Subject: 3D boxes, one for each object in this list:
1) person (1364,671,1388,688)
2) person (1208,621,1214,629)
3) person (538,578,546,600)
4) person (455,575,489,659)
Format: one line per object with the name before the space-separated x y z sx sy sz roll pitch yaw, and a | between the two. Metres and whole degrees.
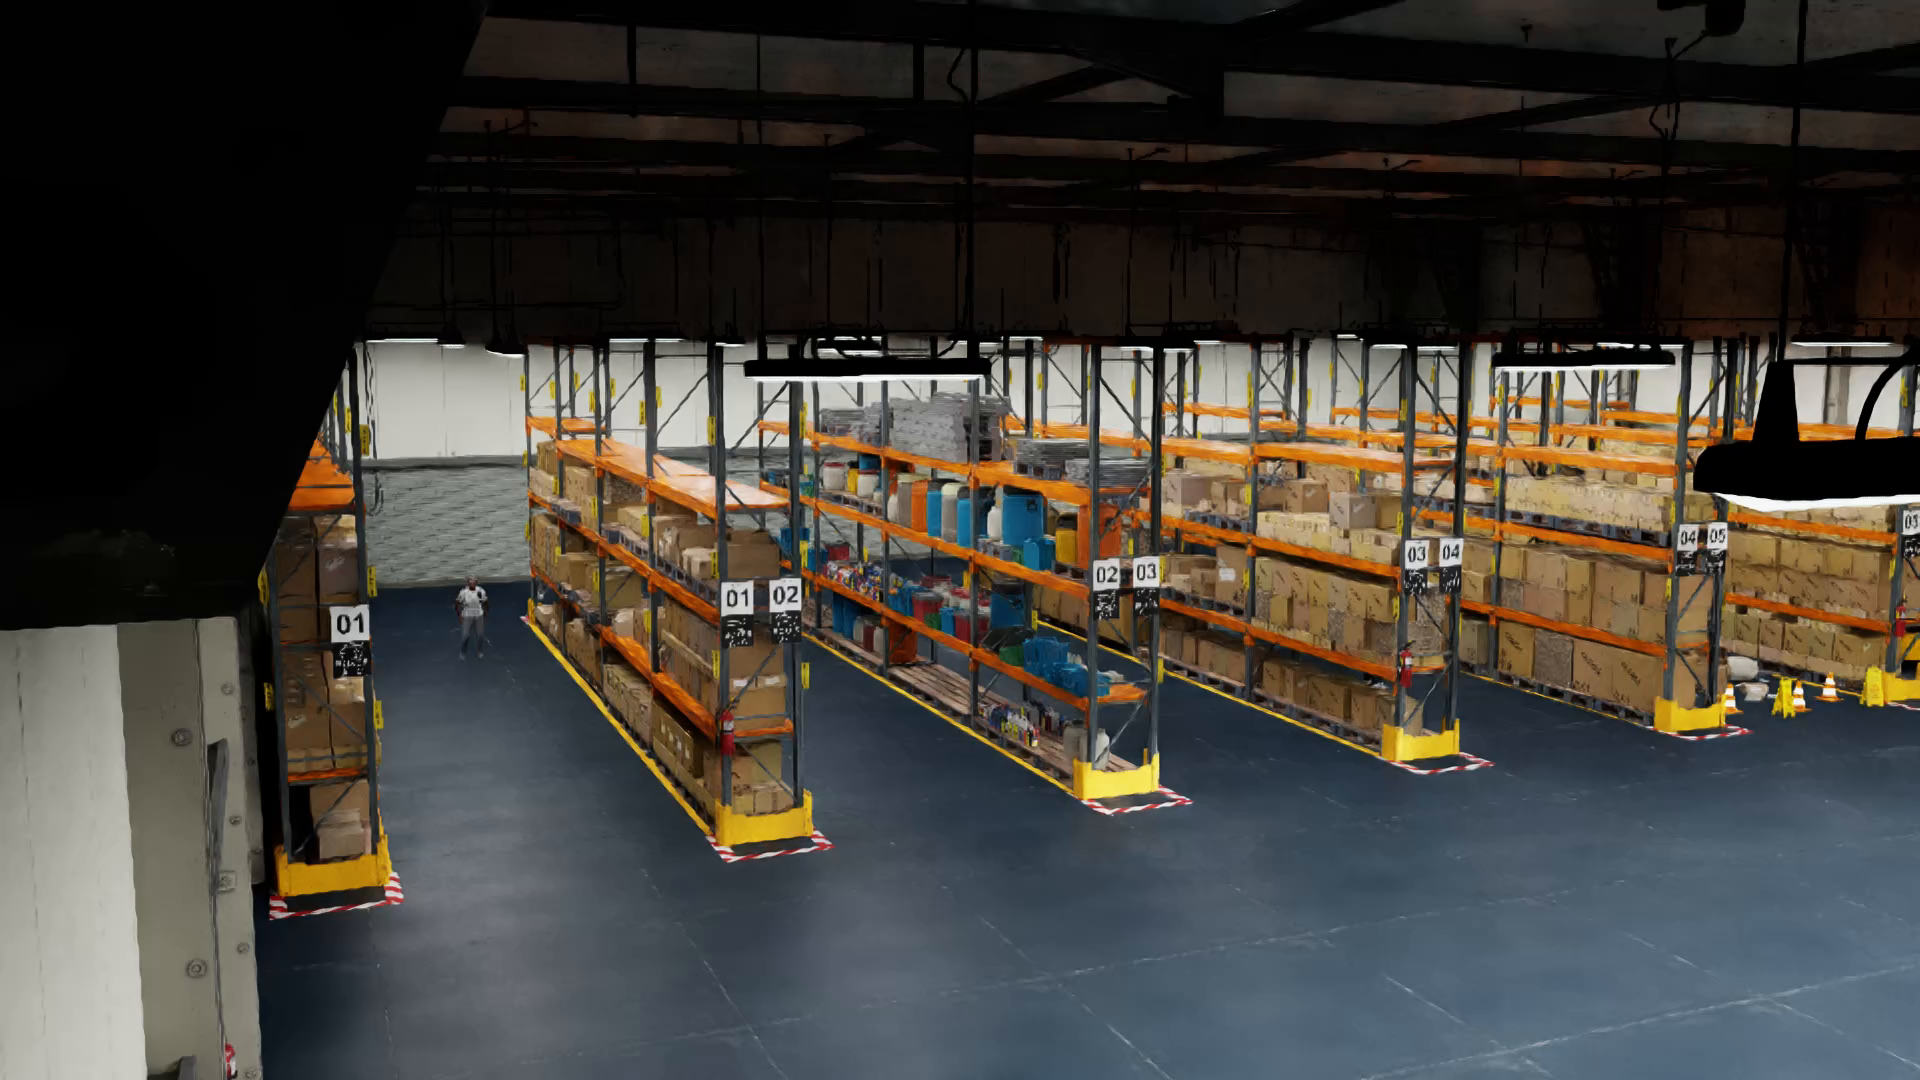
person | 7.175 1.724 28.641 0.491 1.603 0.419 6 10 39
person | 4.812 1.107 33.268 0.495 1.589 1.086 -3 8 -20
person | -9.162 0.502 37.381 0.696 1.717 0.798 -7 10 -42
person | -9.085 1.422 30.984 0.592 1.623 0.531 -3 8 -24
